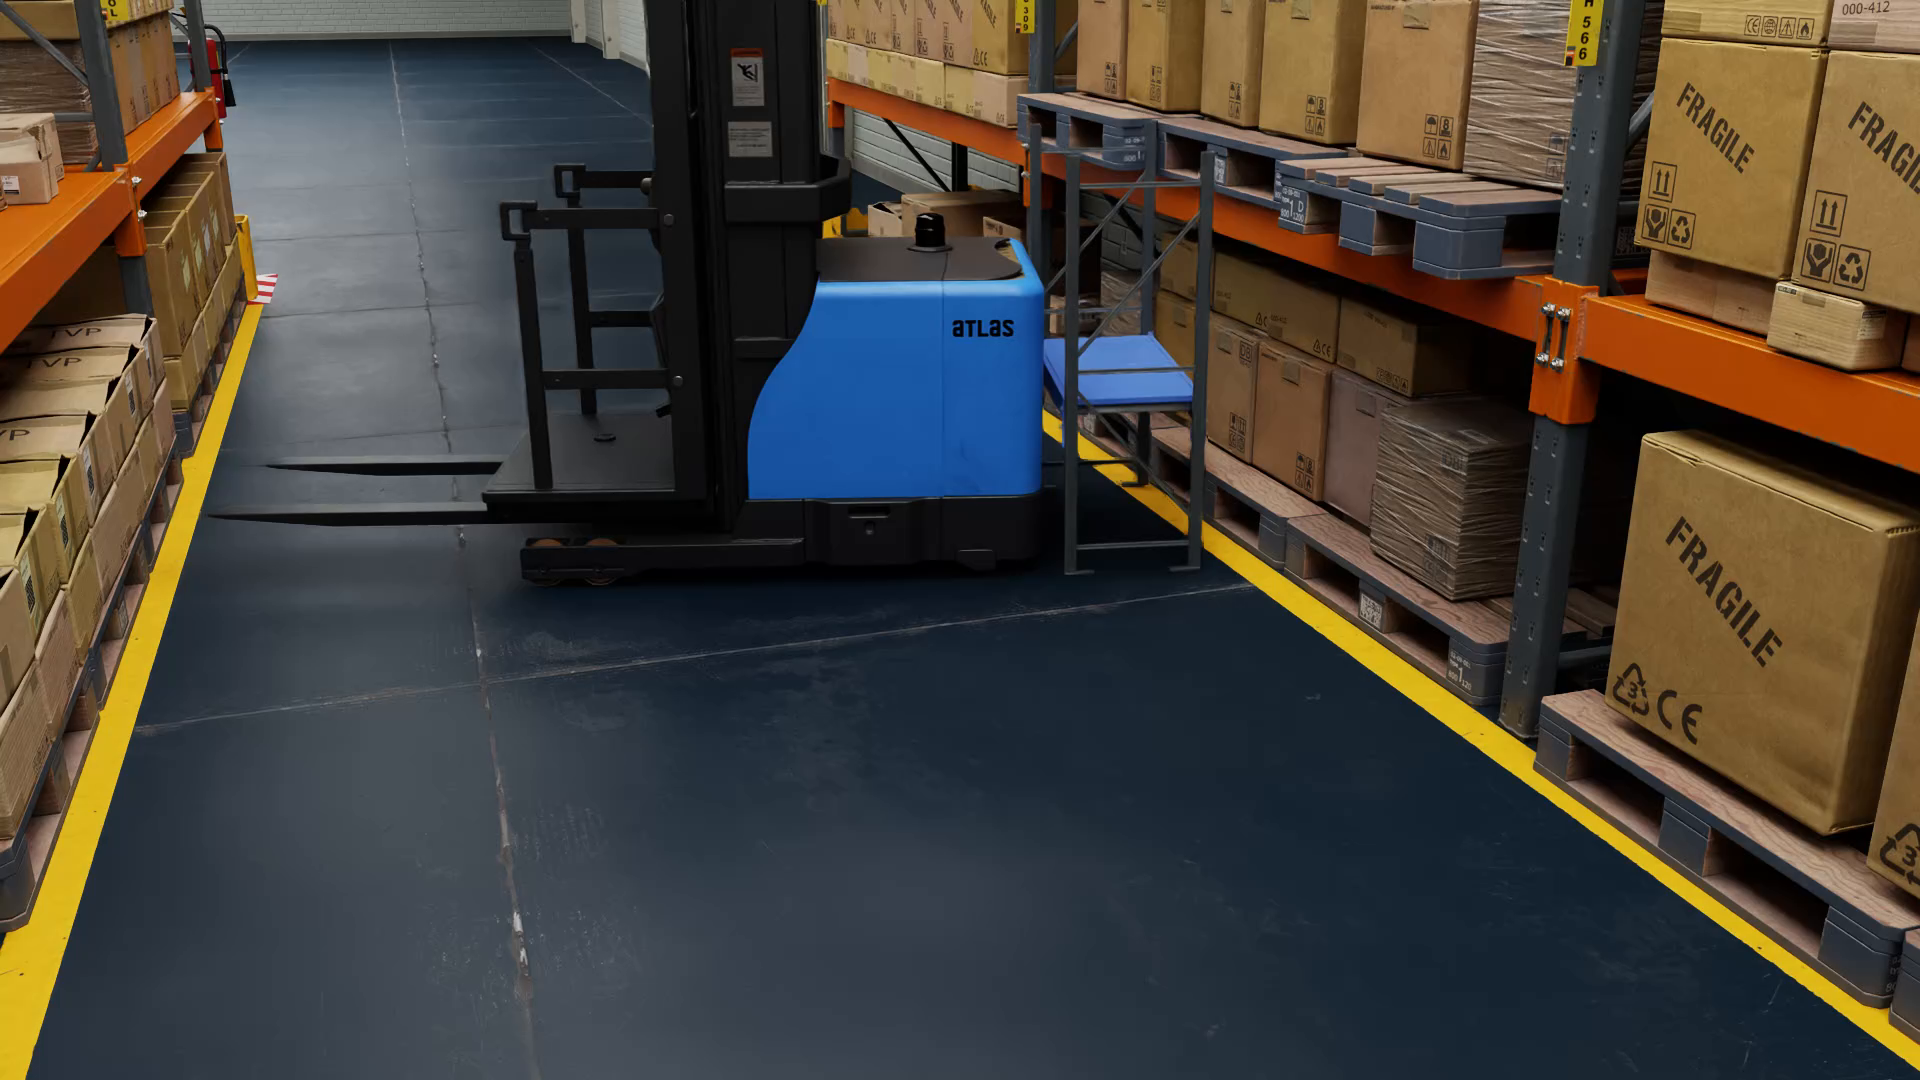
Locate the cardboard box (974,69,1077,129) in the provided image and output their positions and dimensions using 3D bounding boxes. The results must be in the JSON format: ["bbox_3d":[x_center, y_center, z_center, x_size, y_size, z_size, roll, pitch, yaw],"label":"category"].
[{"bbox_3d":[0.383,-2.243,8.417,0.500,0.250,0.500,-6,21,-17],"label":"cardboard box"}]

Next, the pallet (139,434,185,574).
[{"bbox_3d":[-3.613,-0.112,6.417,1.003,0.211,1.213,-6,21,-17],"label":"pallet"}]

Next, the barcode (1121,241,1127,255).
[{"bbox_3d":[0.878,-1.565,8.909,0.001,0.075,0.075,-6,21,-17],"label":"barcode"}]

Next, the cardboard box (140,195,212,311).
[{"bbox_3d":[-4.044,-1.416,8.260,0.500,0.500,0.500,-6,21,-17],"label":"cardboard box"}]

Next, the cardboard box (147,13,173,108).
[{"bbox_3d":[-4.834,-2.669,9.261,0.700,0.500,0.500,-6,21,-16],"label":"cardboard box"}]

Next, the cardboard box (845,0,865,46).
[{"bbox_3d":[-0.427,-3.415,10.570,0.500,0.500,0.500,-6,21,-17],"label":"cardboard box"}]

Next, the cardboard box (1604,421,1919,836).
[{"bbox_3d":[2.184,0.163,4.084,0.750,0.750,0.750,-7,21,-18],"label":"cardboard box"}]

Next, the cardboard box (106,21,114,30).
[{"bbox_3d":[-4.027,-2.363,7.451,0.380,0.149,0.250,-7,21,-18],"label":"cardboard box"}]

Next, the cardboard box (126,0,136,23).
[{"bbox_3d":[-4.272,-2.613,8.146,0.380,0.149,0.250,-7,21,-18],"label":"cardboard box"}]

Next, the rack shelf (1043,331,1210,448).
[{"bbox_3d":[0.580,-0.592,6.366,0.538,0.185,1.000,-2,20,-4],"label":"rack shelf"}]

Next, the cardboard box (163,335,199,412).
[{"bbox_3d":[-3.739,-0.742,7.490,0.500,0.250,0.500,-6,21,-17],"label":"cardboard box"}]

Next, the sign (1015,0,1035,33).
[{"bbox_3d":[0.307,-2.532,7.747,0.100,0.325,0.005,-6,21,-17],"label":"sign"}]

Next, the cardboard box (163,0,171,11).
[{"bbox_3d":[-4.754,-3.107,9.521,0.380,0.149,0.250,-6,21,-16],"label":"cardboard box"}]

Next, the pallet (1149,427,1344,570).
[{"bbox_3d":[1.453,-0.230,6.745,1.003,0.211,1.213,-6,21,-17],"label":"pallet"}]

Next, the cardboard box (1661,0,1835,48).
[{"bbox_3d":[1.984,-1.268,3.782,0.500,0.250,0.500,-6,21,-16],"label":"cardboard box"}]

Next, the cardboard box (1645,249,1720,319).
[{"bbox_3d":[1.961,-0.662,4.164,0.380,0.149,0.250,-7,21,-18],"label":"cardboard box"}]

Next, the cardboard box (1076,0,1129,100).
[{"bbox_3d":[0.948,-2.272,7.505,0.700,0.500,0.500,-6,21,-17],"label":"cardboard box"}]

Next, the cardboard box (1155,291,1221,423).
[{"bbox_3d":[1.277,-0.820,7.310,0.700,0.500,0.500,-7,21,-18],"label":"cardboard box"}]

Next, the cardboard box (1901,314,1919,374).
[{"bbox_3d":[2.231,-0.418,3.485,0.380,0.149,0.250,-7,21,-18],"label":"cardboard box"}]

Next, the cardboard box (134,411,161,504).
[{"bbox_3d":[-3.319,-0.296,6.249,0.500,0.250,0.500,-7,21,-18],"label":"cardboard box"}]

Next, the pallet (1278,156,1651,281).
[{"bbox_3d":[1.752,-1.028,5.125,1.213,0.211,1.003,-6,21,-17],"label":"pallet"}]

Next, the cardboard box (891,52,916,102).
[{"bbox_3d":[-0.097,-2.725,9.758,0.500,0.250,0.500,-6,21,-17],"label":"cardboard box"}]

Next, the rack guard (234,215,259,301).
[{"bbox_3d":[-5.146,-1.772,10.610,1.175,0.500,0.348,-6,21,-17],"label":"rack guard"}]

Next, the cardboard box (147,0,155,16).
[{"bbox_3d":[-4.514,-2.860,8.833,0.380,0.149,0.250,-6,21,-16],"label":"cardboard box"}]

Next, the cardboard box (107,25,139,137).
[{"bbox_3d":[-4.353,-2.176,7.889,0.700,0.500,0.500,-6,21,-16],"label":"cardboard box"}]

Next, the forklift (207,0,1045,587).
[{"bbox_3d":[-1.225,-1.396,5.967,3.031,2.935,1.130,-1,20,-3],"label":"forklift"}]

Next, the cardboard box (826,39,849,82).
[{"bbox_3d":[-0.585,-3.217,11.127,0.500,0.250,0.500,-7,21,-19],"label":"cardboard box"}]

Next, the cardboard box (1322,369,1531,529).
[{"bbox_3d":[1.750,-0.335,5.958,0.700,0.500,0.500,-6,21,-17],"label":"cardboard box"}]

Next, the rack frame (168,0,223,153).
[{"bbox_3d":[-5.139,-2.941,10.166,1.000,3.000,0.127,-6,21,-17],"label":"rack frame"}]

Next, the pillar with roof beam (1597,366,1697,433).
[{"bbox_3d":[-1.597,-3.776,3.617,9.100,9.000,0.400,-6,21,-17],"label":"pillar with roof beam"}]

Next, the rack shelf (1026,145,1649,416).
[{"bbox_3d":[1.449,-1.204,6.396,1.077,0.370,4.000,-6,21,-17],"label":"rack shelf"}]

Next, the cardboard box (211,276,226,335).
[{"bbox_3d":[-4.207,-1.223,8.832,0.500,0.250,0.500,-6,21,-17],"label":"cardboard box"}]

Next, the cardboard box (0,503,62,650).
[{"bbox_3d":[-2.683,0.092,4.339,0.500,0.311,0.500,-7,21,-19],"label":"cardboard box"}]

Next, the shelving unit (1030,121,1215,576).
[{"bbox_3d":[0.577,-0.761,6.305,0.538,1.500,1.048,-2,20,-4],"label":"shelving unit"}]

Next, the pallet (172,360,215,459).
[{"bbox_3d":[-4.092,-0.604,7.787,1.003,0.211,1.213,-6,21,-17],"label":"pallet"}]

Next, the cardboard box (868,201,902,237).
[{"bbox_3d":[-0.305,-2.178,11.370,0.500,0.311,0.500,-9,22,-23],"label":"cardboard box"}]

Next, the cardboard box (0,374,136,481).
[{"bbox_3d":[-3.158,-0.398,5.705,0.500,0.311,0.500,-6,21,-17],"label":"cardboard box"}]

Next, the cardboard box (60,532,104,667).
[{"bbox_3d":[-2.838,0.196,4.879,0.500,0.250,0.500,-7,21,-19],"label":"cardboard box"}]

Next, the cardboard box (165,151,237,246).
[{"bbox_3d":[-4.688,-2.057,10.042,0.500,0.500,0.500,-6,21,-17],"label":"cardboard box"}]

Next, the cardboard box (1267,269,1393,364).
[{"bbox_3d":[1.515,-0.864,6.322,0.500,0.250,0.500,-6,21,-17],"label":"cardboard box"}]

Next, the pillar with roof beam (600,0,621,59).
[{"bbox_3d":[-11.026,-13.403,30.420,9.100,9.000,0.400,-6,21,-17],"label":"pillar with roof beam"}]

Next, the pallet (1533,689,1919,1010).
[{"bbox_3d":[2.254,0.672,4.232,1.003,0.211,1.213,-6,21,-17],"label":"pallet"}]

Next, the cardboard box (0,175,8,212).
[{"bbox_3d":[-3.490,-1.287,5.414,0.500,0.500,0.500,-5,20,-13],"label":"cardboard box"}]

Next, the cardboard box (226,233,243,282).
[{"bbox_3d":[-4.690,-1.704,10.168,0.500,0.250,0.500,-6,21,-17],"label":"cardboard box"}]

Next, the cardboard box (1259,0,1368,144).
[{"bbox_3d":[1.507,-1.702,5.920,0.700,0.500,0.500,-6,21,-17],"label":"cardboard box"}]

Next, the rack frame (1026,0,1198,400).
[{"bbox_3d":[0.820,-2.185,8.061,1.000,3.000,0.127,-6,21,-17],"label":"rack frame"}]

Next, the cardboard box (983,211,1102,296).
[{"bbox_3d":[0.456,-1.544,9.325,0.500,0.500,0.500,-8,21,-21],"label":"cardboard box"}]

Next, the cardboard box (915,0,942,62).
[{"bbox_3d":[0.068,-2.917,9.185,0.500,0.500,0.500,-7,21,-19],"label":"cardboard box"}]
